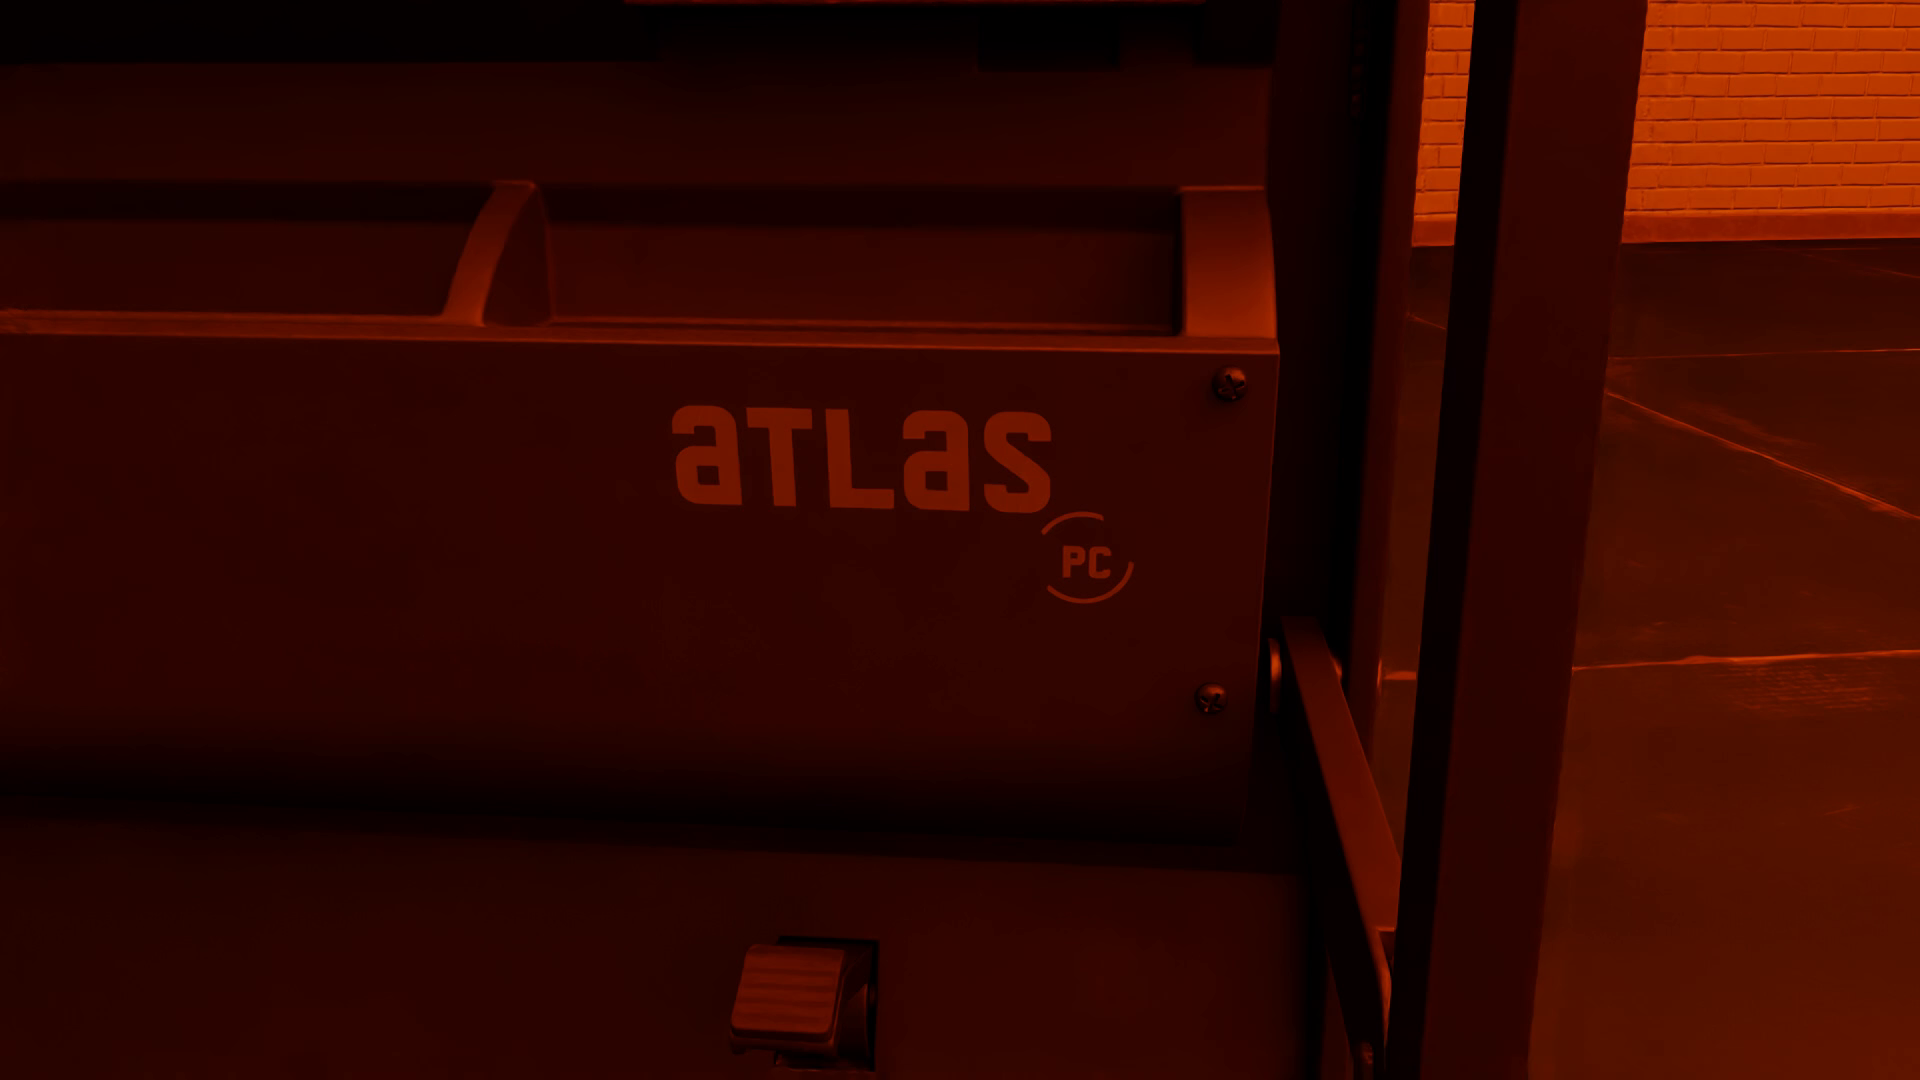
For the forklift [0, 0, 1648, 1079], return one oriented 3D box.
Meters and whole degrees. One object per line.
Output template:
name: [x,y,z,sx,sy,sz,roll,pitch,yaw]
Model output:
forklift: [-0.298,-0.542,0.683,1.130,2.935,3.031,2,17,5]
